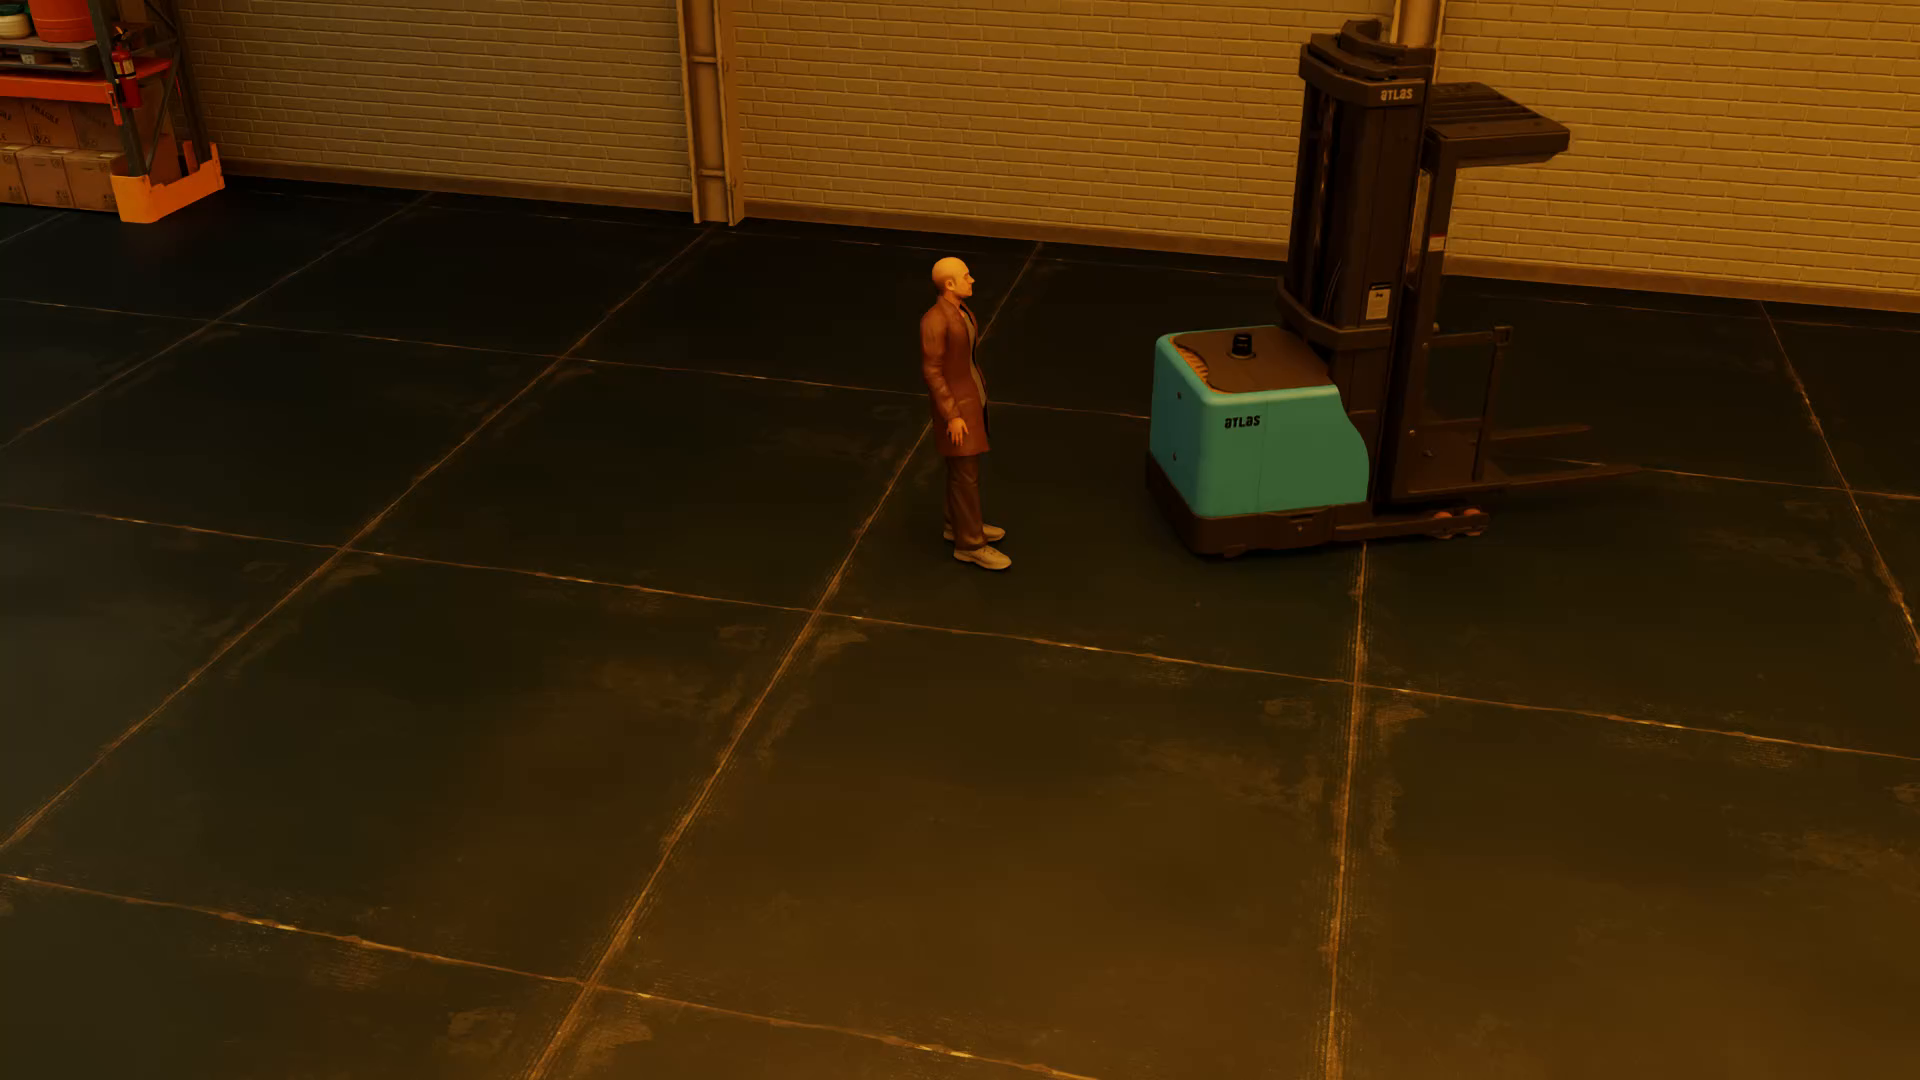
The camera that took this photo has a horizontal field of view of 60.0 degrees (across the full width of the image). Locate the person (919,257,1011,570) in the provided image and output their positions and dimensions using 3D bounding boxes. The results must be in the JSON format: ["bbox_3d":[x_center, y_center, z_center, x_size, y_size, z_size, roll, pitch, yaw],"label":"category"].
[{"bbox_3d":[0.087,-0.767,9.679,0.582,1.775,0.696,7,30,12],"label":"person"}]

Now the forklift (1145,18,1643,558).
[{"bbox_3d":[2.756,-1.528,9.866,3.031,2.935,1.130,-6,30,-11],"label":"forklift"}]
